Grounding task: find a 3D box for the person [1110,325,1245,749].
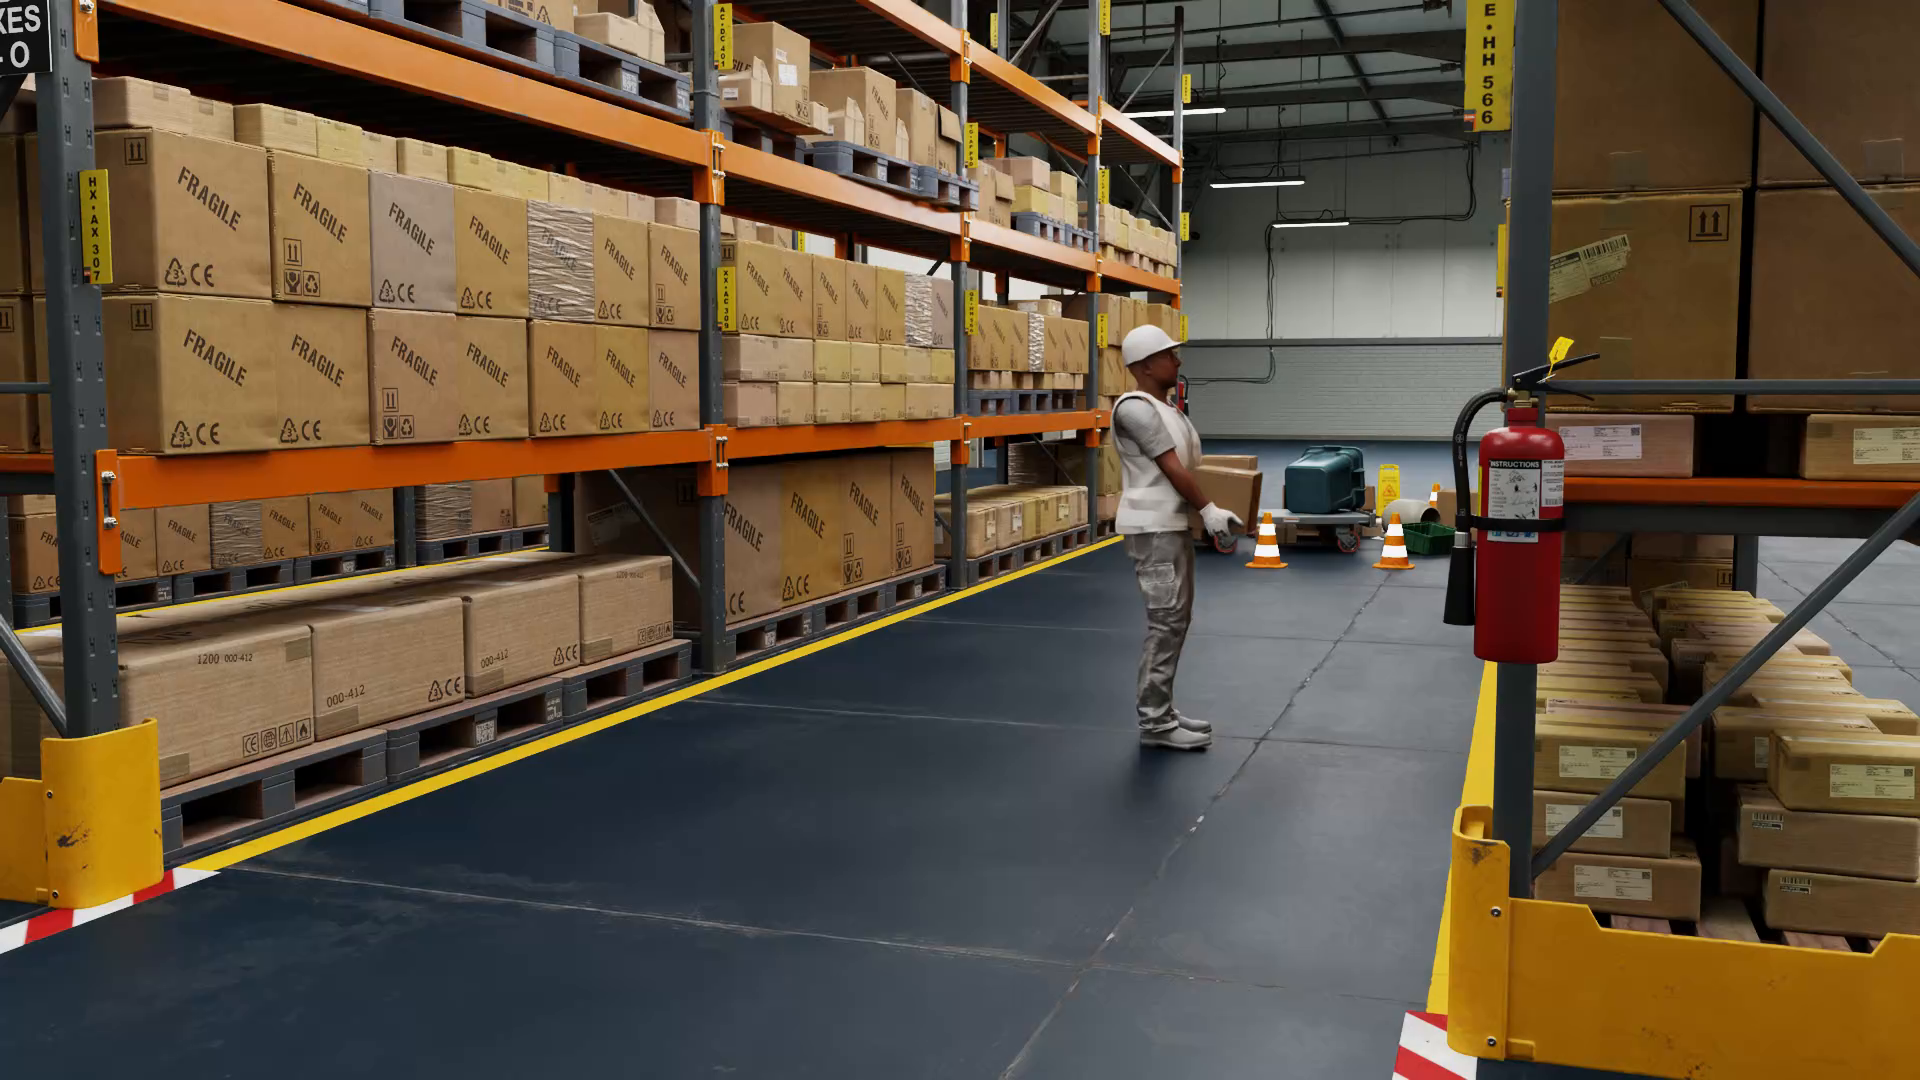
[{"bbox_3d":[0.945,-0.020,7.070,0.574,1.780,0.490,2,5,19],"label":"person"}]
